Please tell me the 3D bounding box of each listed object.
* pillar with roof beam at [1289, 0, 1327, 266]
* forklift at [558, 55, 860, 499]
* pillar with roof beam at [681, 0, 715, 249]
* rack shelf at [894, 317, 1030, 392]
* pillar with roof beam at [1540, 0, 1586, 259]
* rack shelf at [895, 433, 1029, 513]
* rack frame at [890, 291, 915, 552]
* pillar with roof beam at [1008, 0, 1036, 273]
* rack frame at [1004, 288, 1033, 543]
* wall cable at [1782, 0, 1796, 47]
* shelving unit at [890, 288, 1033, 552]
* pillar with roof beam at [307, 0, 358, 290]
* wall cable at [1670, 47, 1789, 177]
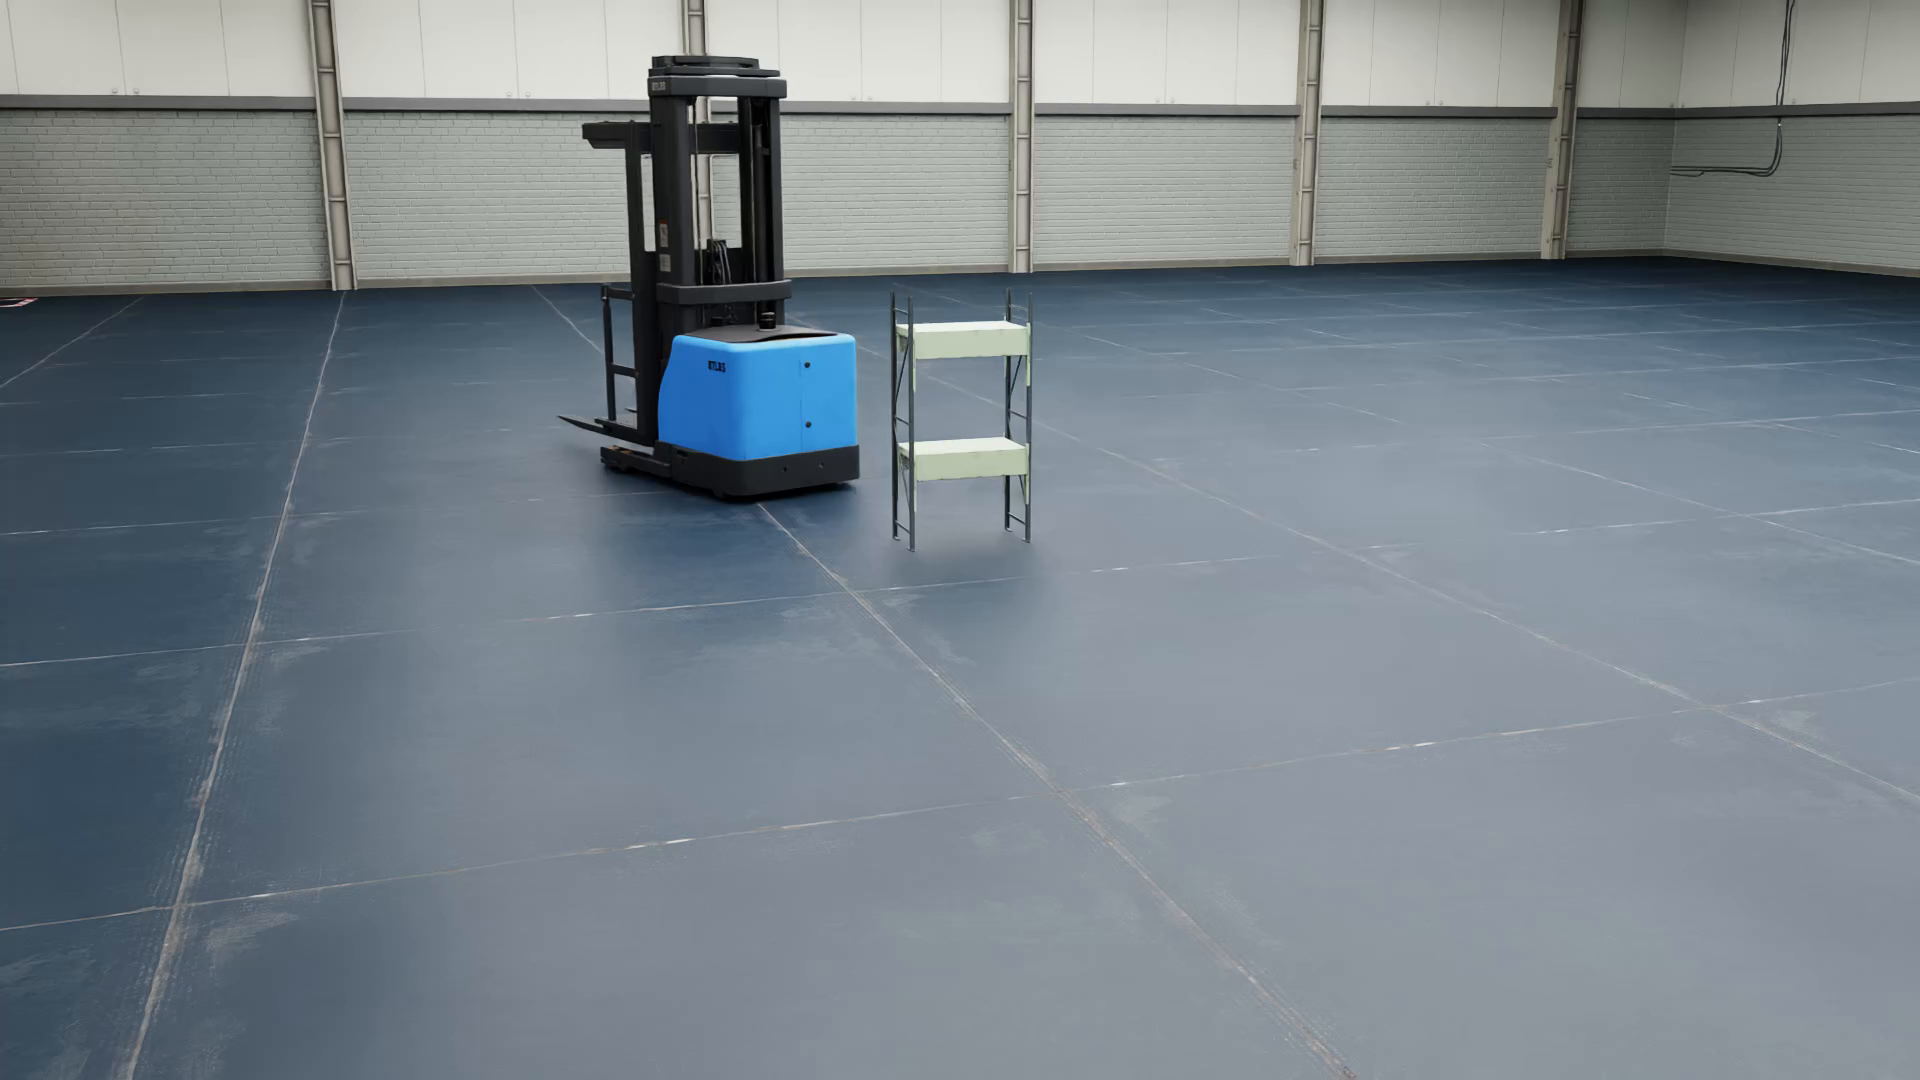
[{"bbox_3d":[8.198,-8.935,28.258,0.400,9.000,9.100,-4,14,-18],"label":"pillar with roof beam"},{"bbox_3d":[-2.023,-1.986,12.160,1.130,2.935,3.031,-11,17,-38],"label":"forklift"},{"bbox_3d":[-3.176,-8.049,24.535,0.400,9.000,9.100,-4,14,-18],"label":"pillar with roof beam"},{"bbox_3d":[0.006,-1.110,9.881,0.720,0.370,0.431,-4,14,-18],"label":"rack shelf"},{"bbox_3d":[13.884,-9.377,30.120,0.400,9.000,9.100,-4,14,-18],"label":"pillar with roof beam"},{"bbox_3d":[0.006,-0.413,10.047,0.720,0.370,0.431,-4,14,-18],"label":"rack shelf"},{"bbox_3d":[-0.341,-0.703,9.858,0.023,1.500,0.400,-4,14,-18],"label":"rack frame"},{"bbox_3d":[2.511,-8.492,26.396,0.400,9.000,9.100,-4,14,-18],"label":"pillar with roof beam"},{"bbox_3d":[0.353,-0.757,10.085,0.023,1.500,0.400,-4,14,-18],"label":"rack frame"},{"bbox_3d":[16.588,-10.602,31.064,0.112,2.526,3.097,-4,14,-18],"label":"wall cable"},{"bbox_3d":[0.006,-0.730,9.971,0.755,1.500,0.431,-4,14,-18],"label":"shelving unit"},{"bbox_3d":[-8.862,-7.606,22.673,0.400,9.000,9.100,-4,14,-18],"label":"pillar with roof beam"},{"bbox_3d":[15.725,-8.738,34.143,0.112,2.526,3.097,-4,14,-18],"label":"wall cable"}]
